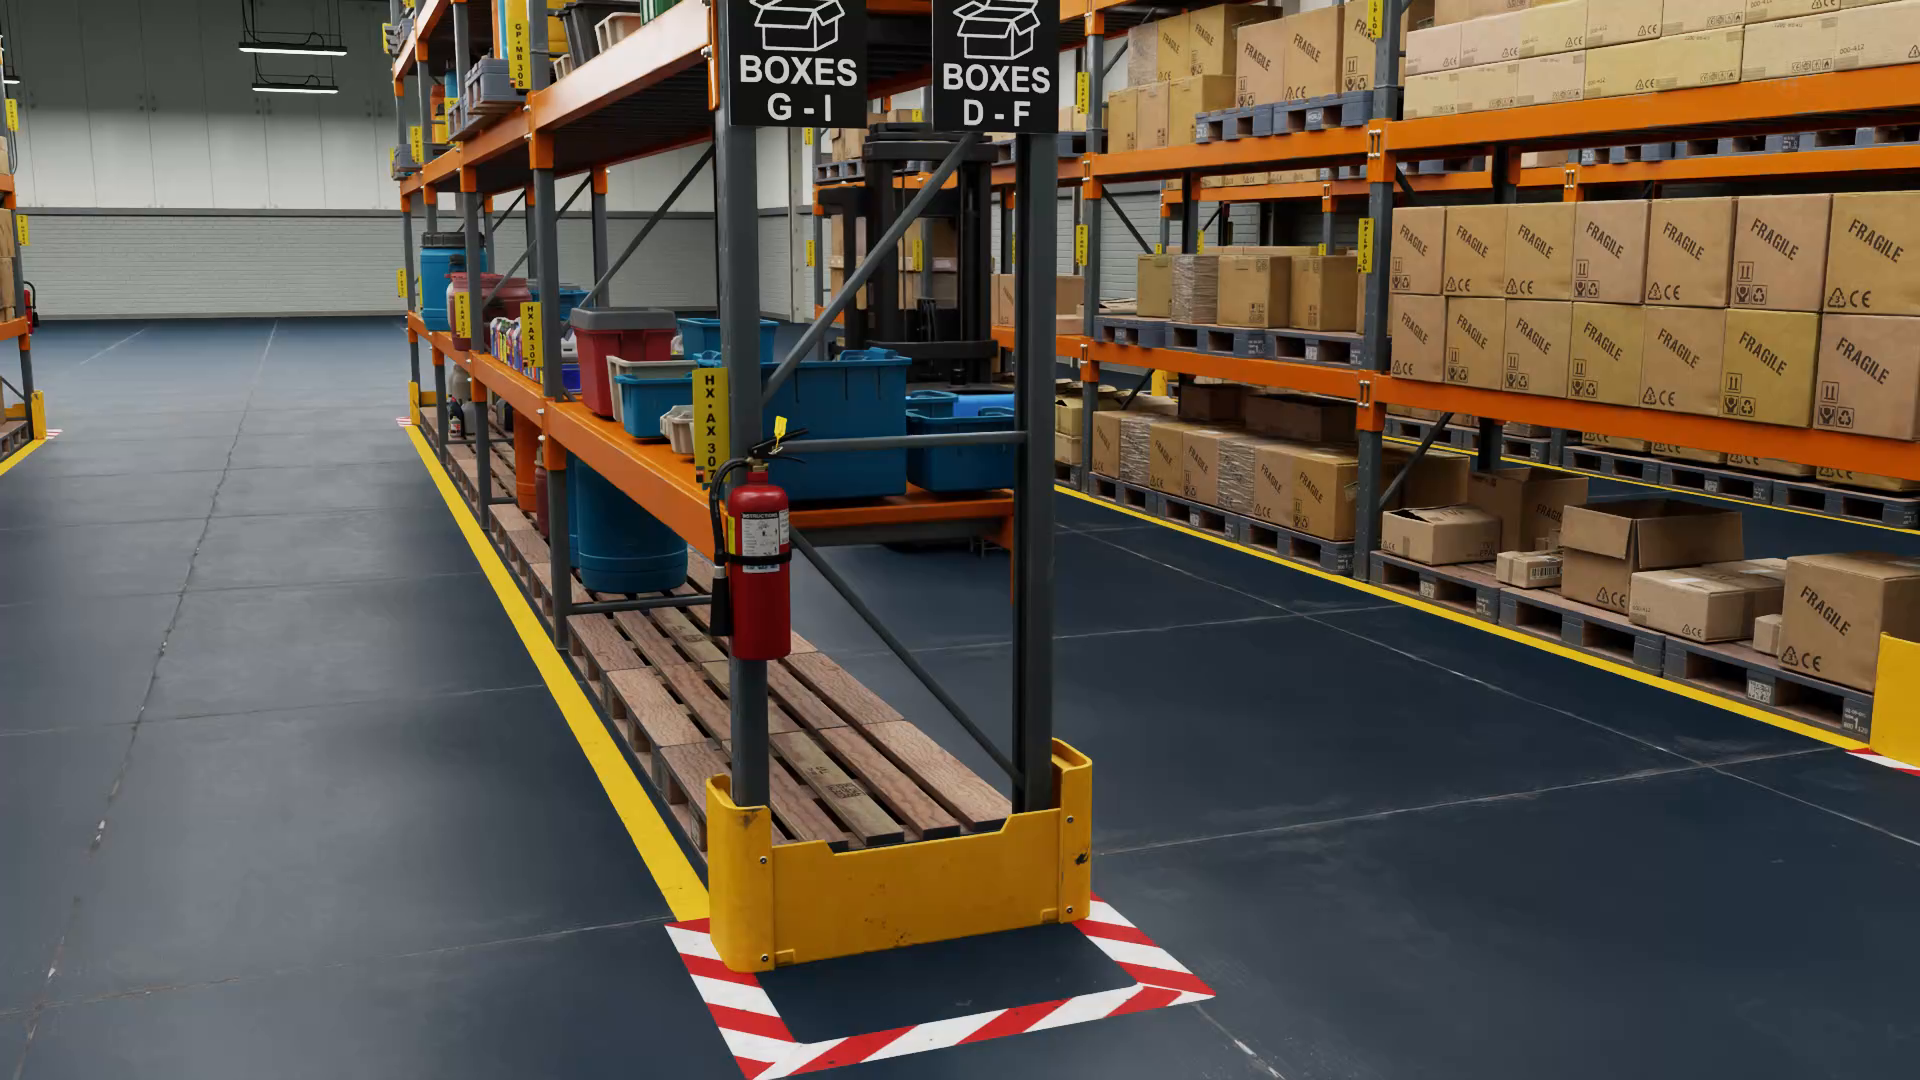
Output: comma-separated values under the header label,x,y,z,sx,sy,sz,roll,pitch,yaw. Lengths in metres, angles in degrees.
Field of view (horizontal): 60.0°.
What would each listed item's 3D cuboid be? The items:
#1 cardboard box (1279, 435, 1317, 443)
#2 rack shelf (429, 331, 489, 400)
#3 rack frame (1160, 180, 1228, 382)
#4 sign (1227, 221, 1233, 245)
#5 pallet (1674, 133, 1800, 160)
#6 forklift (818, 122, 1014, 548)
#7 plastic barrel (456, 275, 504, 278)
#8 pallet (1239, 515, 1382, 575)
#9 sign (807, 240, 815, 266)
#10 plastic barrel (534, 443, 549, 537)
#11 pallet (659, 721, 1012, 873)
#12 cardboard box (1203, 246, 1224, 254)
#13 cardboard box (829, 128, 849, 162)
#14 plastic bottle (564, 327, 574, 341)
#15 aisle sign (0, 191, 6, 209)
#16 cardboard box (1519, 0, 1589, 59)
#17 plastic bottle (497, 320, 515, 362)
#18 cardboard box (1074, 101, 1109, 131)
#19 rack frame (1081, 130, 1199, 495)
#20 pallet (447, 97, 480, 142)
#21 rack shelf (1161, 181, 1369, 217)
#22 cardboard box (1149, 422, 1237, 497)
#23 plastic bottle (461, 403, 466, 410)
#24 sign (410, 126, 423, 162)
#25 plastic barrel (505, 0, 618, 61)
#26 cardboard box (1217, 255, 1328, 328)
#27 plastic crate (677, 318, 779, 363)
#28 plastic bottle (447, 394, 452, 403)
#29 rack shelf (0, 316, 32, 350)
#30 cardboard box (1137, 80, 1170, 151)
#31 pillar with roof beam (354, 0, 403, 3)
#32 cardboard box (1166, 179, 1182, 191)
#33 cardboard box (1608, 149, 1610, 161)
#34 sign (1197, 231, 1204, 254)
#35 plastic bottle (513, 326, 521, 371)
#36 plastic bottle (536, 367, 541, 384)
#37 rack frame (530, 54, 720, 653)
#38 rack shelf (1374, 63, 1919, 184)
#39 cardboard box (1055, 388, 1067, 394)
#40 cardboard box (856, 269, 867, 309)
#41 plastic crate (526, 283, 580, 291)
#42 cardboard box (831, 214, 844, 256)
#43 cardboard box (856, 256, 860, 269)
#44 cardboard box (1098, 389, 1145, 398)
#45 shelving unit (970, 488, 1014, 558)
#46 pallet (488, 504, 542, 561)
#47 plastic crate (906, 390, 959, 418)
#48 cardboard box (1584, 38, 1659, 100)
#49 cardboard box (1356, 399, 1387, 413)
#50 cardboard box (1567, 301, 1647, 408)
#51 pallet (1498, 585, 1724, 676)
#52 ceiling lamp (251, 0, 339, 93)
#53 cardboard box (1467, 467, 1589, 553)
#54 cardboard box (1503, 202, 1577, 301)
label,x,y,z,sx,sy,sz,roll,pitch,yaw
cardboard box,2.645,-0.497,12.029,0.500,0.500,0.500,-4,11,-20
rack shelf,-3.821,-1.559,14.176,1.077,0.370,4.000,-4,11,-21
rack frame,3.238,-3.522,23.153,1.000,3.000,0.127,-4,11,-21
sign,3.763,-4.279,23.204,0.100,0.325,0.005,-4,11,-21
pallet,6.828,-3.316,13.969,1.003,0.211,1.213,-3,11,-18
forklift,-0.418,-1.606,12.578,1.130,2.935,3.031,-4,11,-21
plastic barrel,-3.981,-1.947,13.910,0.433,0.535,0.433,0,10,0
pallet,2.641,-0.005,11.348,1.003,0.211,1.213,-4,11,-21
sign,-1.897,-3.638,21.107,0.100,0.325,0.005,-4,11,-21
plastic barrel,-2.494,-0.344,10.973,0.600,0.588,0.708,-4,11,-21
pallet,-0.460,0.954,5.952,1.003,0.211,1.213,-4,11,-21
cardboard box,3.482,-3.564,21.620,0.500,0.500,0.500,-4,11,-23
cardboard box,-1.173,-4.916,20.533,0.797,0.503,0.637,-3,11,-17
plastic bottle,-2.217,-1.079,9.559,0.144,0.351,0.185,-4,11,-21
aisle sign,-10.354,-3.888,17.788,0.394,0.787,0.004,-4,11,-21
cardboard box,3.269,-2.638,8.622,0.500,0.250,0.500,-4,11,-21
plastic bottle,-3.073,-1.359,11.352,0.152,0.276,0.135,-4,11,-21
cardboard box,1.305,-3.581,14.152,0.500,0.250,0.500,-5,11,-25
rack frame,1.522,-1.901,14.042,1.000,3.000,0.127,-4,11,-21
pallet,-2.910,-2.840,11.295,1.003,0.211,1.213,-4,11,-21
rack shelf,3.963,-4.318,21.119,1.077,0.370,4.000,-4,11,-21
cardboard box,1.792,-0.627,12.762,0.500,0.500,0.500,-4,11,-22
plastic bottle,-4.988,-1.247,16.889,0.152,0.276,0.135,-4,11,-21
sign,-5.062,-3.688,15.499,0.100,0.325,0.005,-4,11,-21
plastic barrel,-2.167,-2.847,9.057,0.600,0.588,0.600,0,10,0
cardboard box,2.274,-1.788,11.925,0.700,0.500,0.500,-7,12,-35
plastic crate,-1.160,-0.901,8.297,0.392,0.384,0.575,-4,11,-21
plastic bottle,-5.234,-1.323,17.102,0.144,0.351,0.185,-4,11,-21
rack shelf,-9.887,-1.898,16.080,1.077,0.370,4.000,-4,11,-21
cardboard box,1.896,-3.275,12.914,0.910,0.500,0.500,-4,11,-21
pillar with roof beam,-18.039,-14.815,44.672,6.894,0.400,0.400,-4,11,-21
cardboard box,3.127,-4.987,22.484,0.500,0.500,0.500,-4,11,-19
cardboard box,6.091,-3.884,16.282,0.500,0.500,0.500,-4,11,-21
sign,2.024,-2.468,14.149,0.100,0.325,0.005,-4,11,-21
plastic bottle,-2.738,-1.209,10.504,0.152,0.276,0.135,-4,11,-21
plastic bottle,-2.352,-1.069,9.508,0.144,0.351,0.185,-4,11,-21
rack frame,-1.647,-0.934,8.607,1.000,3.000,0.127,-4,11,-21
rack shelf,3.696,-2.044,8.336,1.077,0.370,4.000,-4,11,-21
cardboard box,0.728,-1.267,15.528,0.500,0.311,0.500,-4,11,-21
cardboard box,-0.851,-3.012,20.003,0.700,0.500,0.500,-4,11,-21
plastic crate,-3.397,-1.902,13.864,0.402,0.464,0.583,-4,11,-21
cardboard box,-1.201,-3.809,20.779,0.700,0.500,0.500,-4,11,-21
cardboard box,-1.060,-3.329,19.933,0.380,0.149,0.250,-4,11,-23
cardboard box,1.408,-1.219,15.261,0.500,0.311,0.500,-4,11,-22
shelving unit,0.221,-0.344,11.287,0.258,0.900,0.210,-4,11,-21
pallet,-2.772,-0.088,11.813,1.003,0.211,1.213,-4,11,-21
plastic crate,-0.218,-0.397,5.894,0.416,0.233,0.300,-4,11,-21
cardboard box,3.458,-2.311,8.210,0.500,0.250,0.500,-4,11,-21
cardboard box,4.970,-1.736,18.994,0.700,0.500,0.500,-4,11,-19
cardboard box,3.455,-0.949,8.403,0.500,0.500,0.500,-4,11,-22
pallet,3.665,0.437,8.864,1.003,0.211,1.213,-4,11,-21
ceiling lamp,-16.637,-12.775,41.378,2.000,3.185,0.800,-4,11,-21
cardboard box,3.442,-0.159,10.130,0.500,0.500,0.500,-4,11,-21
cardboard box,3.253,-1.527,8.797,0.500,0.500,0.500,-4,11,-23
